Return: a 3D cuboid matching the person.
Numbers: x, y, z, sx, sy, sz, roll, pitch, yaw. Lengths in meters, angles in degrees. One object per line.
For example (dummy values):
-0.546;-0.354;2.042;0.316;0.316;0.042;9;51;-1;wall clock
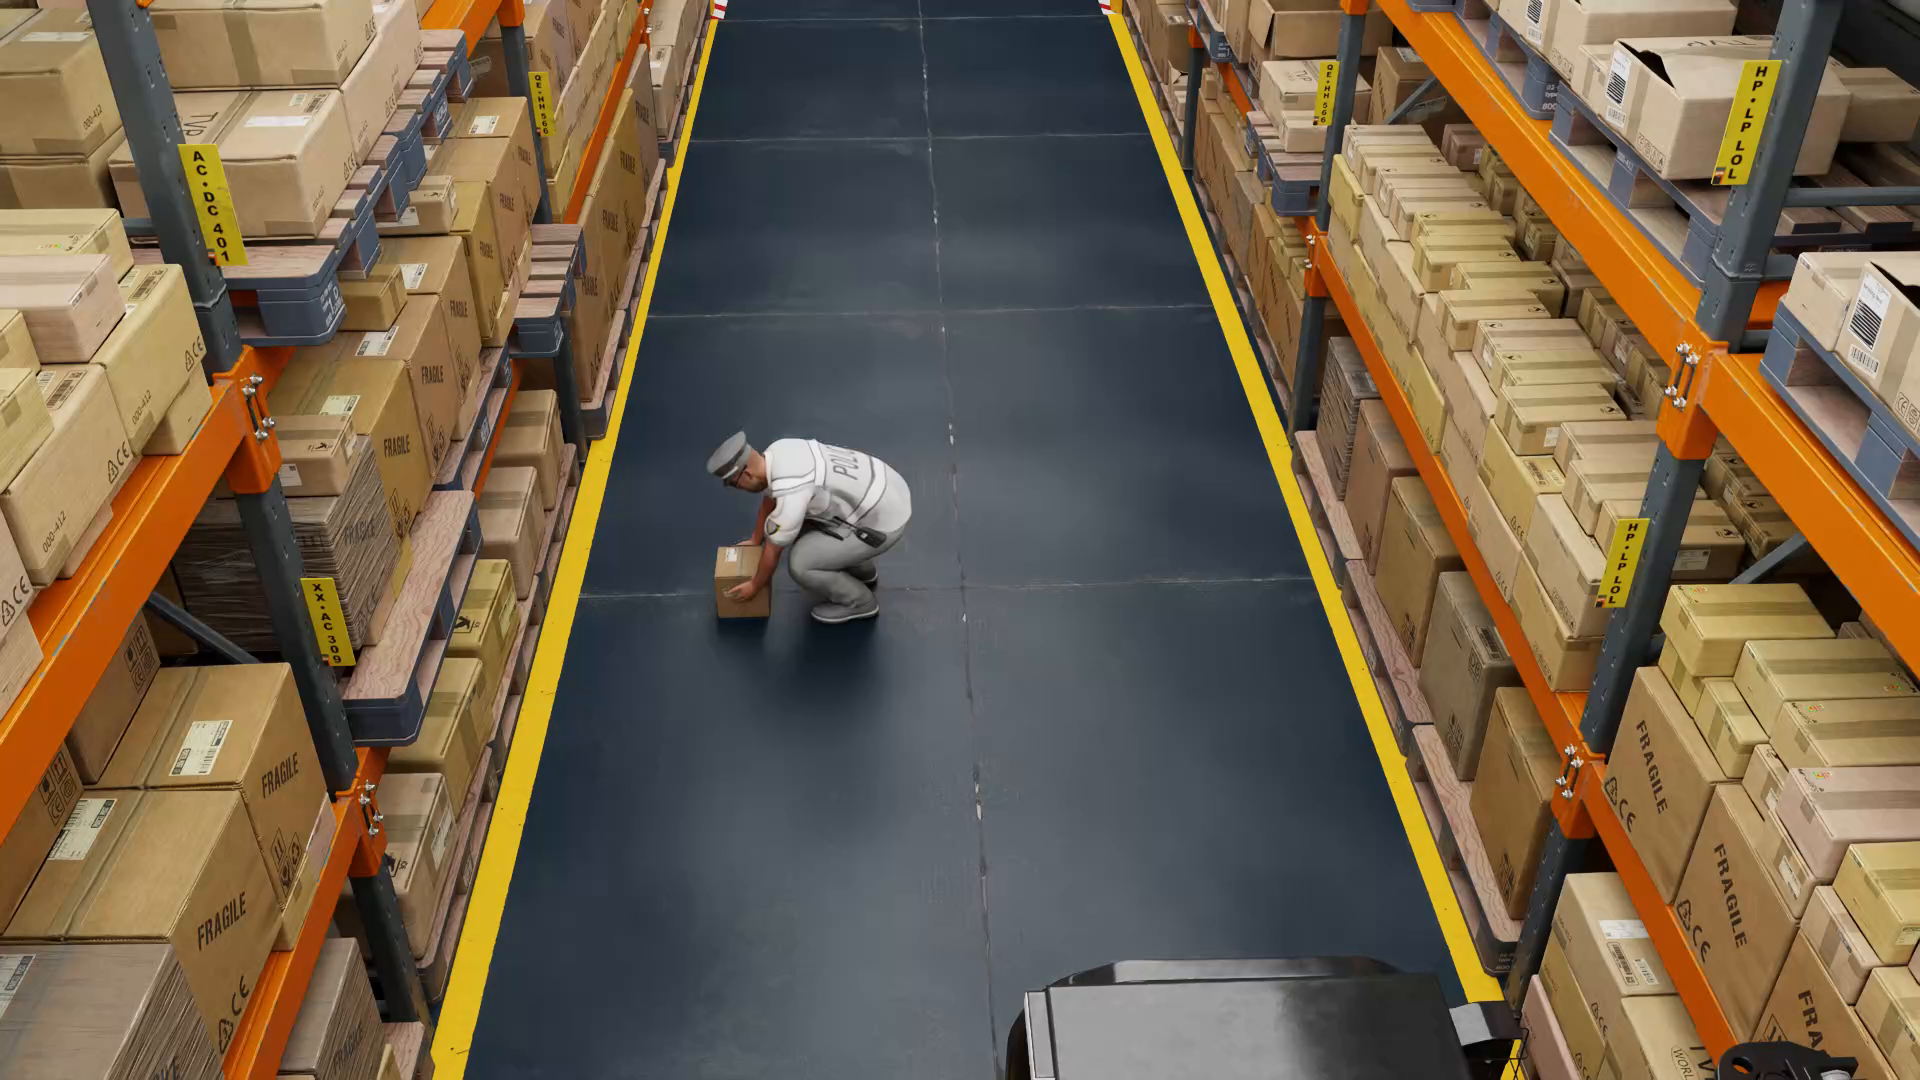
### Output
-0.713;-0.095;7.945;0.933;0.990;0.569;-2;35;-2;person
